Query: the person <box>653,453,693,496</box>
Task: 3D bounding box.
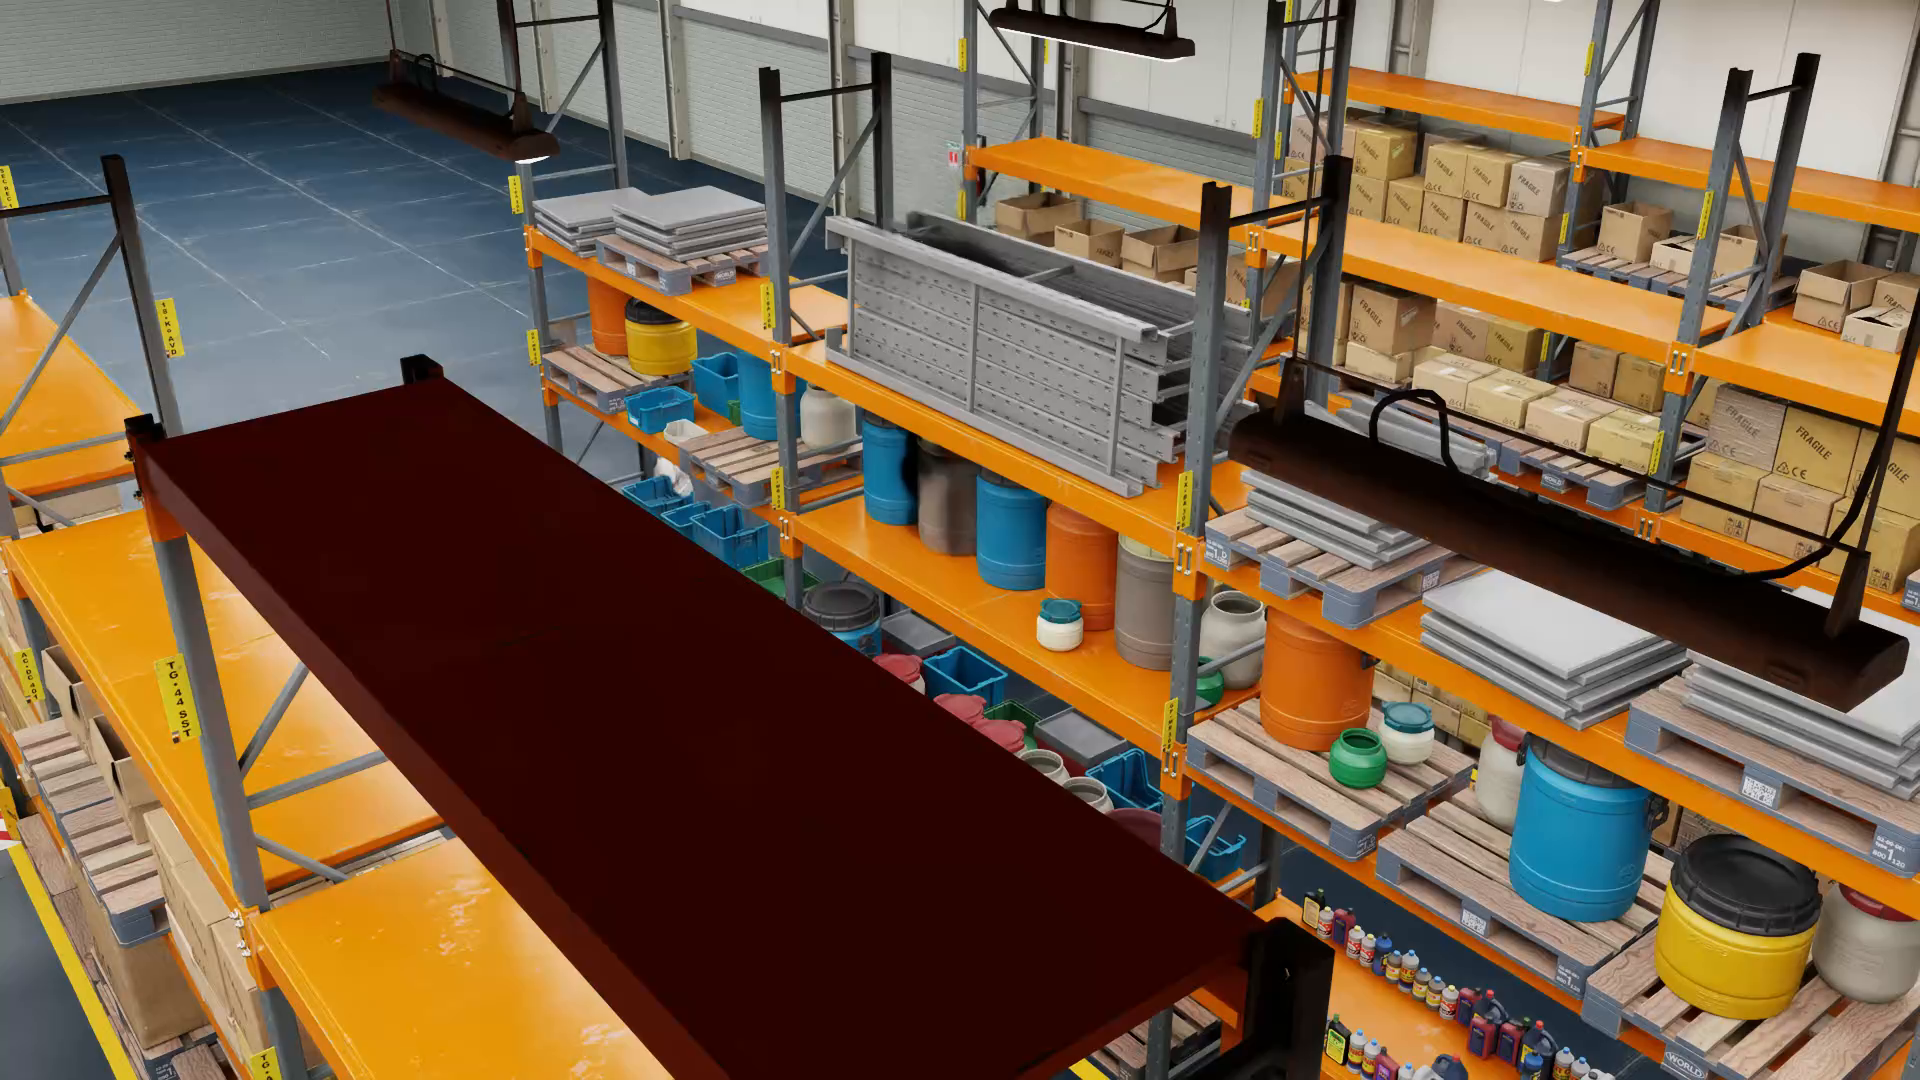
[{"bbox_3d":[-2.978,-0.448,17.229,0.667,1.713,0.705,5,26,9],"label":"person"}]
